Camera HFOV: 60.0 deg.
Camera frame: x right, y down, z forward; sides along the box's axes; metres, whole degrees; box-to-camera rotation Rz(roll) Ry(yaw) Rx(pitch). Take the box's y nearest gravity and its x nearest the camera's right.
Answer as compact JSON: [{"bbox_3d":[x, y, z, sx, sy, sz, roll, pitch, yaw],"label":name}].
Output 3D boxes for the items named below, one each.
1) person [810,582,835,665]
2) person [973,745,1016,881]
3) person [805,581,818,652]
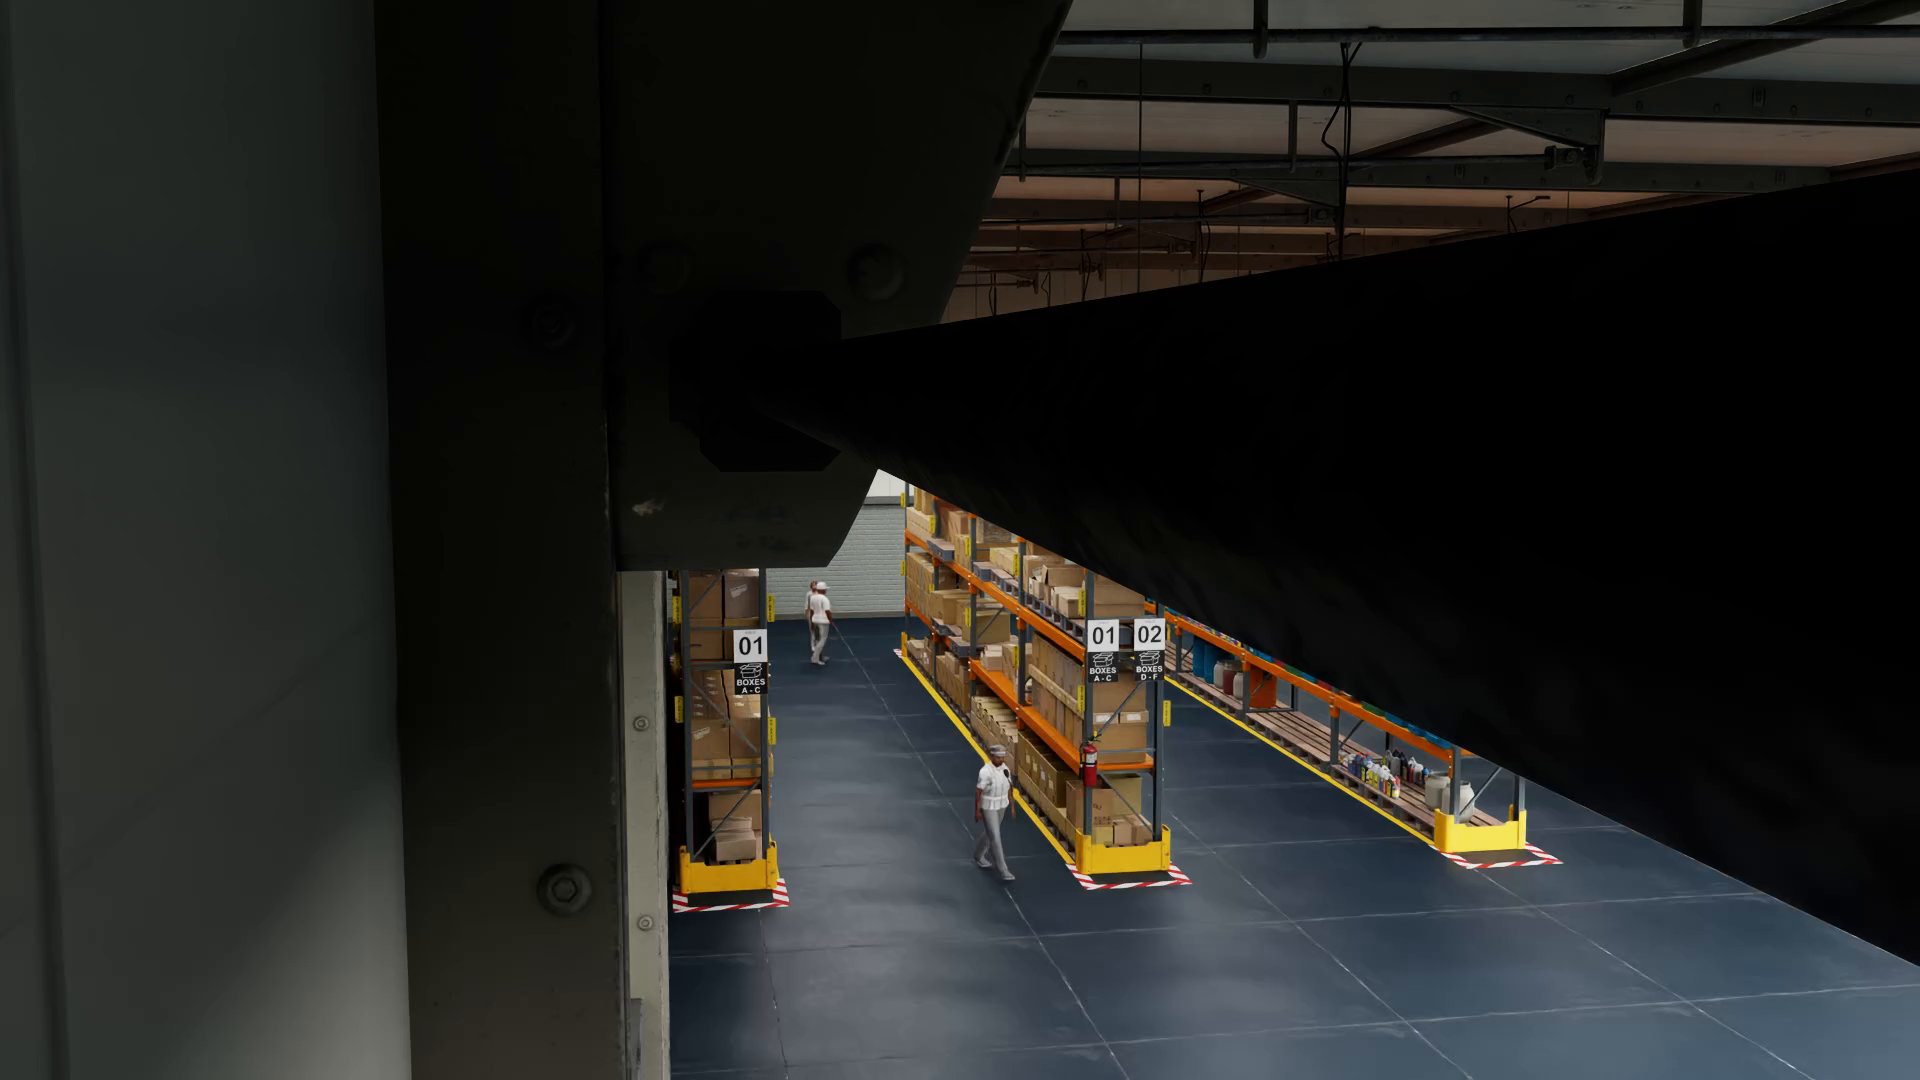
[{"bbox_3d":[-2.970,1.776,35.497,0.739,1.758,0.595,-5,8,-41],"label":"person"},{"bbox_3d":[0.459,3.352,20.732,0.490,1.622,0.974,-6,8,-44],"label":"person"},{"bbox_3d":[-3.247,1.678,37.260,0.436,1.538,0.972,-1,6,-10],"label":"person"}]
